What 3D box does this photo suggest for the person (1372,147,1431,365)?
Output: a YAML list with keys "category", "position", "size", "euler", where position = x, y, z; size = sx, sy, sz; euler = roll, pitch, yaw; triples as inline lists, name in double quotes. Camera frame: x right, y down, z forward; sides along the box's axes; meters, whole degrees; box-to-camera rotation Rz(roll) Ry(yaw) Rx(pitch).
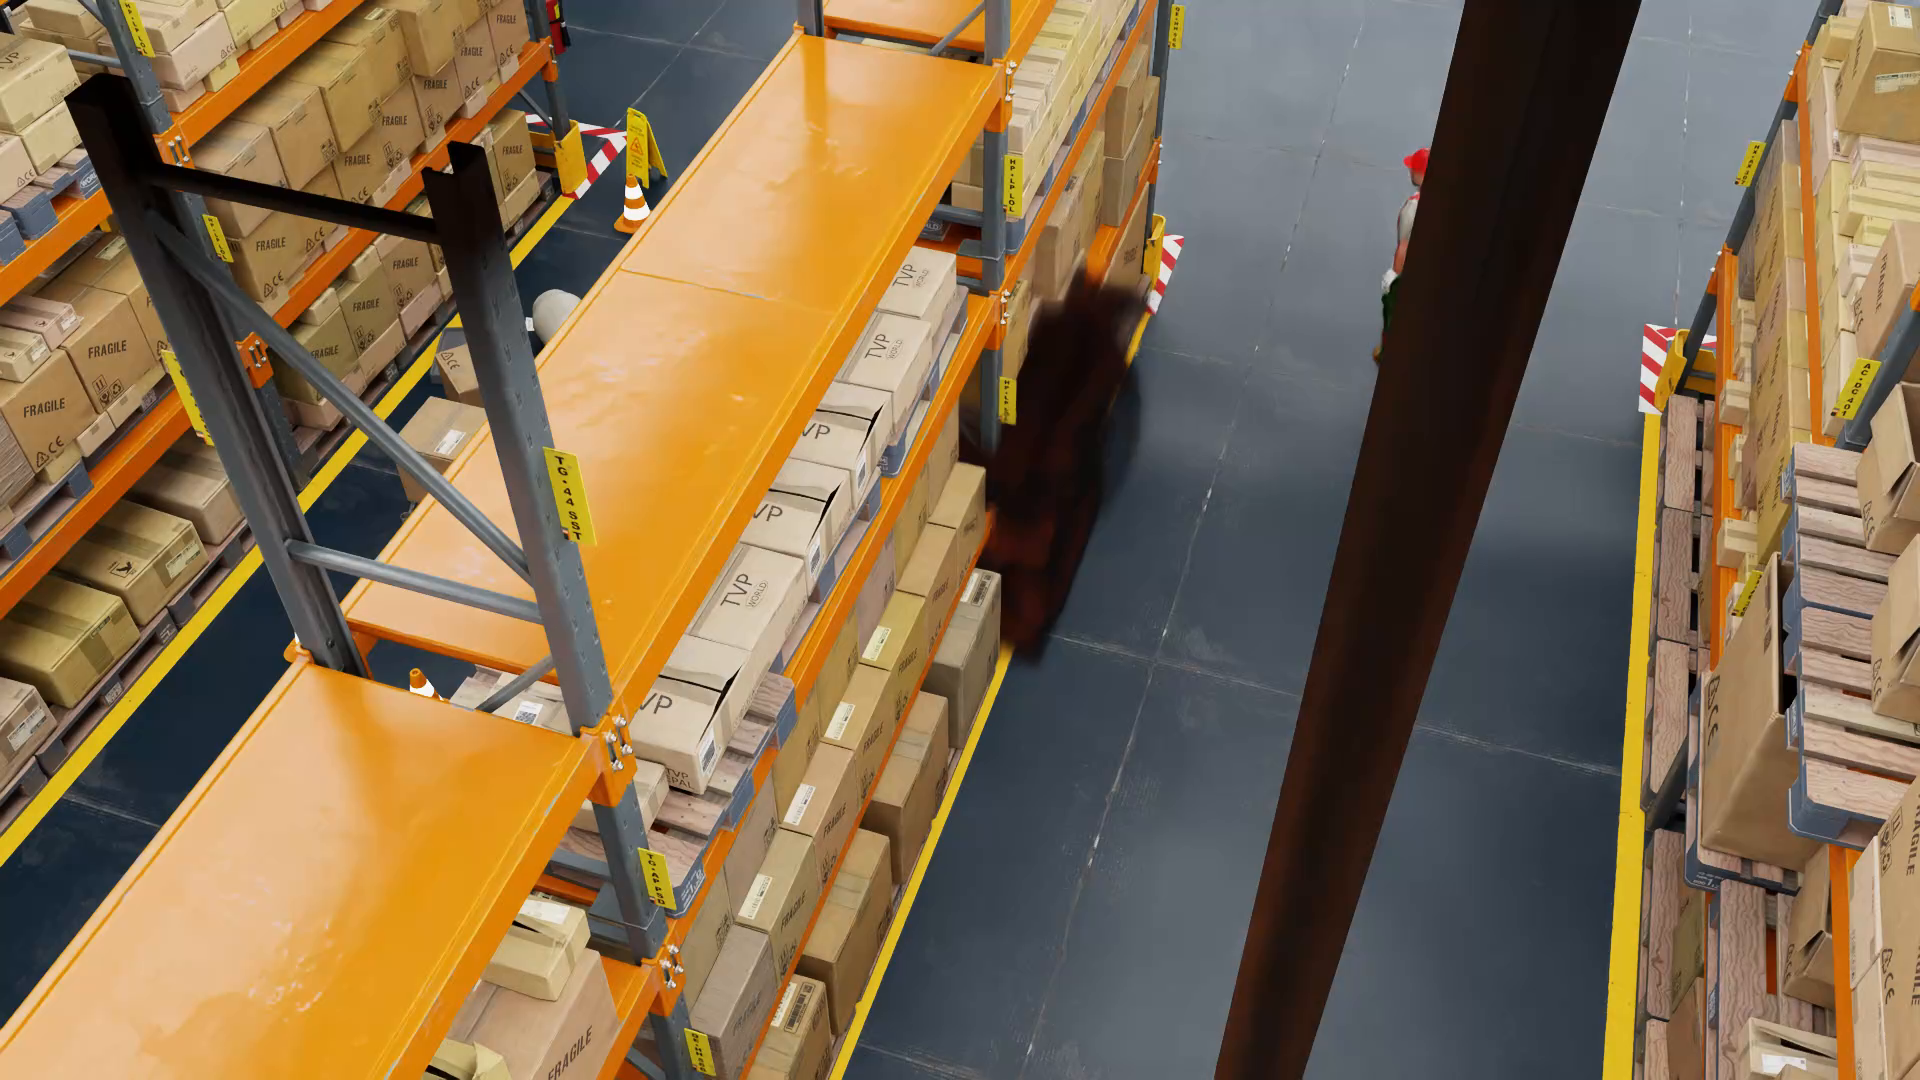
- category: "person"
  position: [3.230, -1.968, 11.818]
  size: [0.619, 1.791, 0.460]
  euler: [-25, 51, -23]
